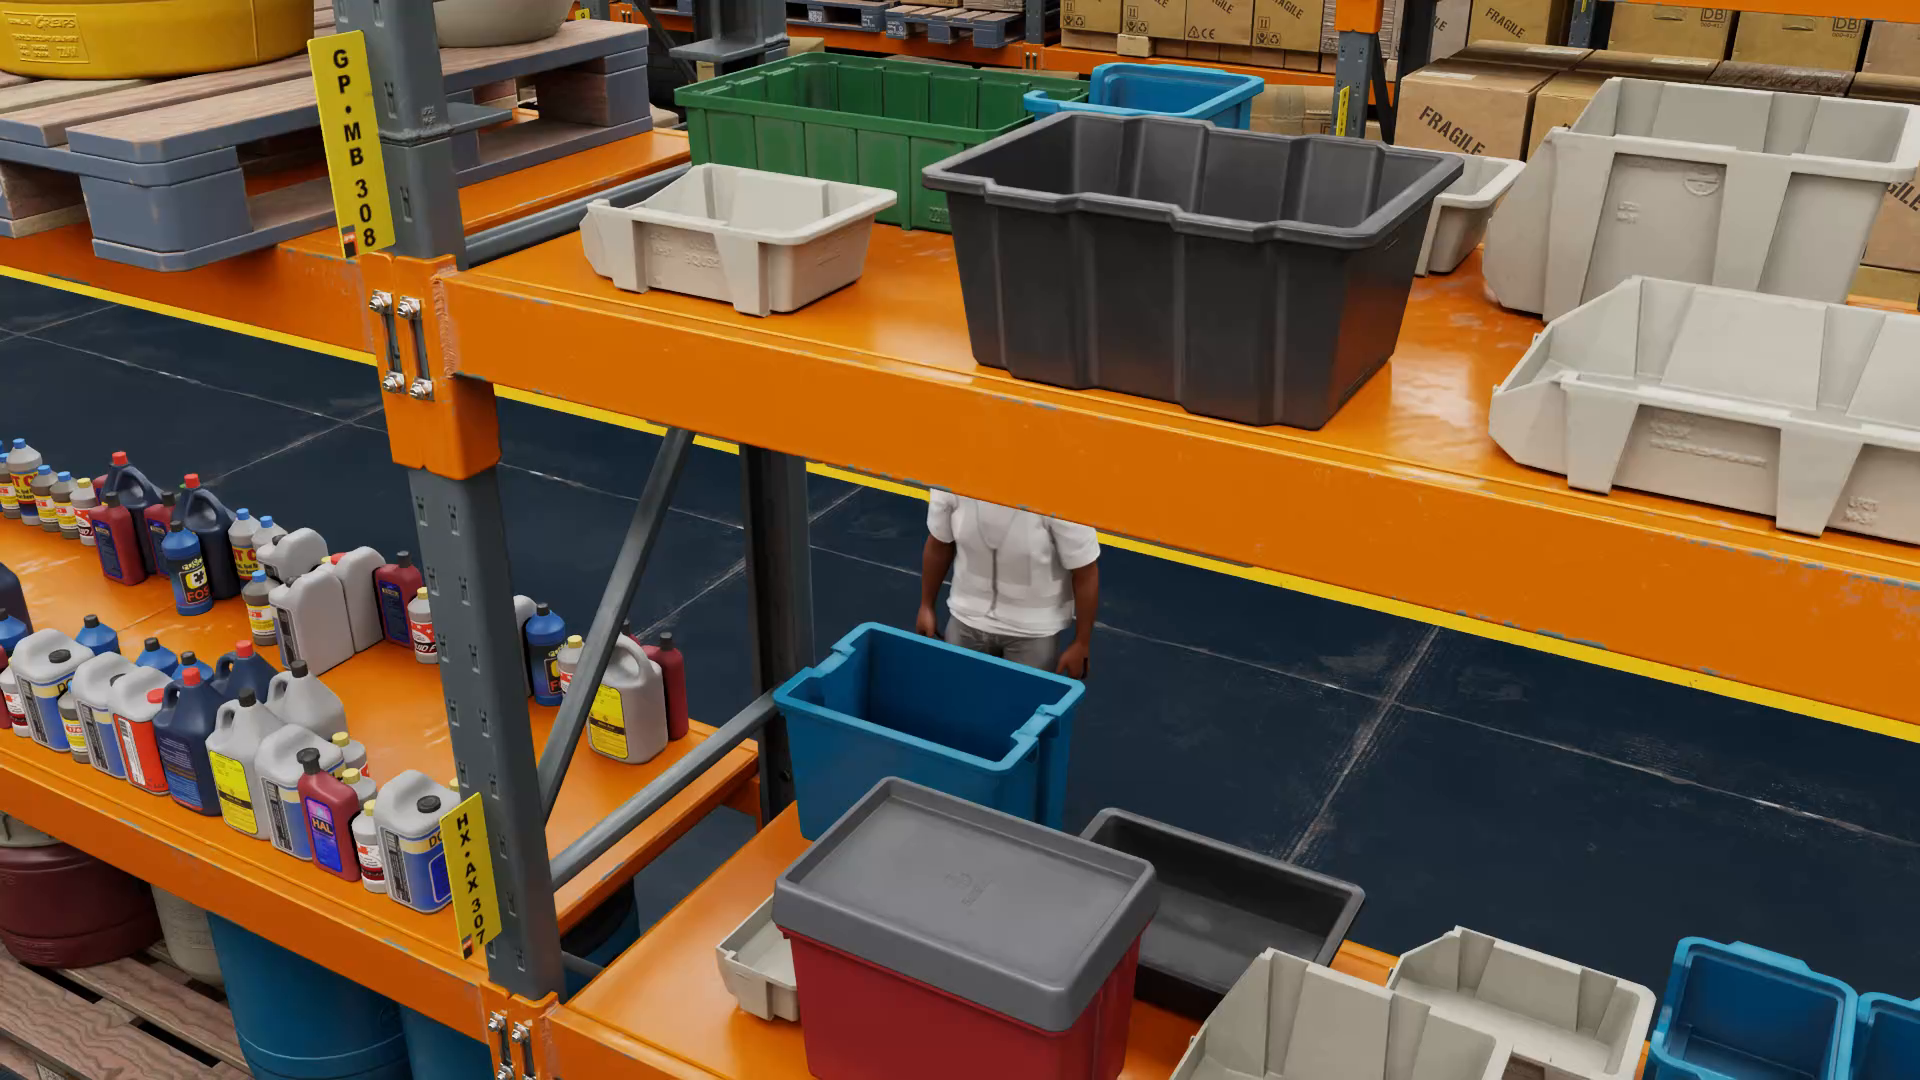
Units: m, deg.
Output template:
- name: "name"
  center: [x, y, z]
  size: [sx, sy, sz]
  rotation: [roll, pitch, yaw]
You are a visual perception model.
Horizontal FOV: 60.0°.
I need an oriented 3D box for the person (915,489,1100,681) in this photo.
- name: "person"
  center: [0.141, 0.286, 5.519]
  size: [0.629, 1.759, 0.460]
  rotation: [12, 29, 23]
